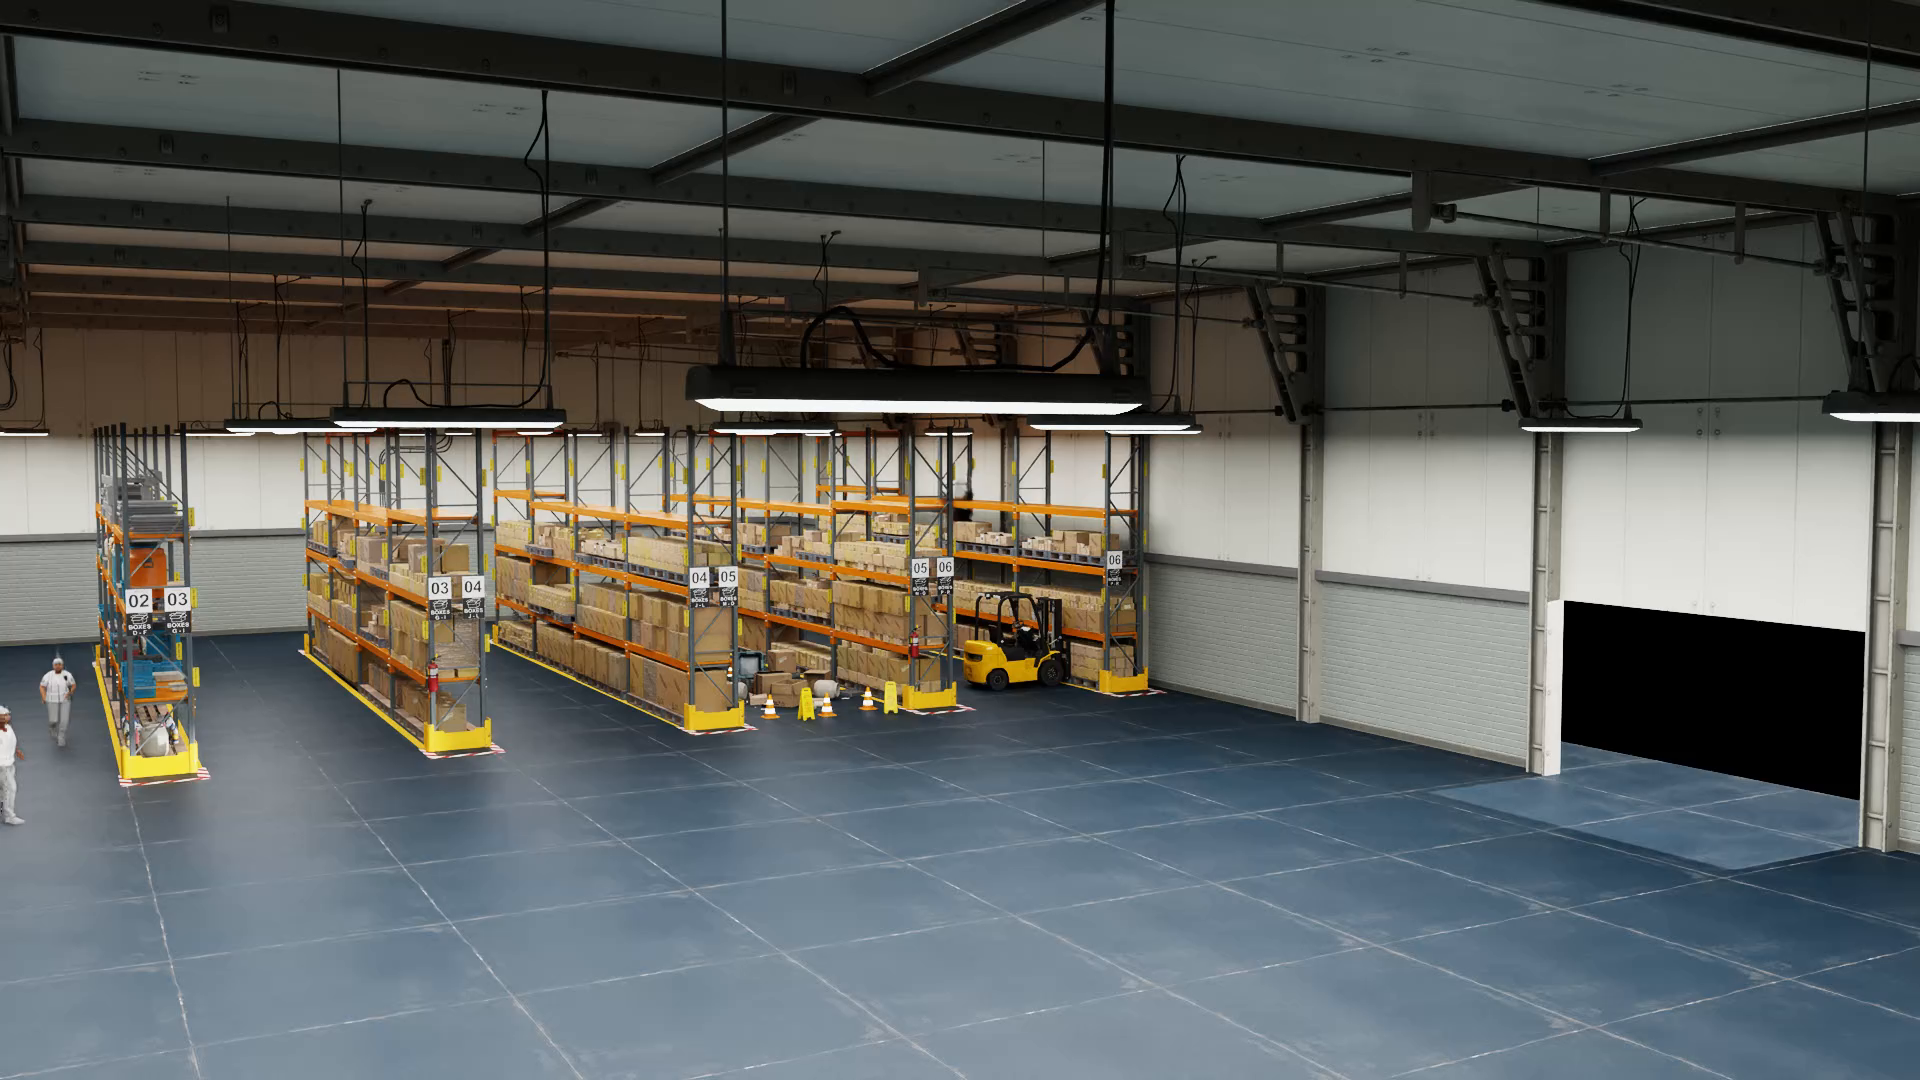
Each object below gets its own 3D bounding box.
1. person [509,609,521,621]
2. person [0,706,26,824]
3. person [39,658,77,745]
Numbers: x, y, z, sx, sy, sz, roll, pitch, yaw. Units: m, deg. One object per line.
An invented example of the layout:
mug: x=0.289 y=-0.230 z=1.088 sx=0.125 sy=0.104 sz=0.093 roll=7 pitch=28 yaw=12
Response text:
person: x=-12.912 y=1.959 z=48.415 sx=0.692 sy=1.710 sz=0.761 roll=0 pitch=3 yaw=3
person: x=-14.327 y=3.353 z=24.762 sx=0.766 sy=1.759 sz=0.726 roll=0 pitch=3 yaw=-1
person: x=-16.895 y=3.033 z=31.174 sx=0.613 sy=1.627 sz=0.546 roll=-2 pitch=4 yaw=-31
